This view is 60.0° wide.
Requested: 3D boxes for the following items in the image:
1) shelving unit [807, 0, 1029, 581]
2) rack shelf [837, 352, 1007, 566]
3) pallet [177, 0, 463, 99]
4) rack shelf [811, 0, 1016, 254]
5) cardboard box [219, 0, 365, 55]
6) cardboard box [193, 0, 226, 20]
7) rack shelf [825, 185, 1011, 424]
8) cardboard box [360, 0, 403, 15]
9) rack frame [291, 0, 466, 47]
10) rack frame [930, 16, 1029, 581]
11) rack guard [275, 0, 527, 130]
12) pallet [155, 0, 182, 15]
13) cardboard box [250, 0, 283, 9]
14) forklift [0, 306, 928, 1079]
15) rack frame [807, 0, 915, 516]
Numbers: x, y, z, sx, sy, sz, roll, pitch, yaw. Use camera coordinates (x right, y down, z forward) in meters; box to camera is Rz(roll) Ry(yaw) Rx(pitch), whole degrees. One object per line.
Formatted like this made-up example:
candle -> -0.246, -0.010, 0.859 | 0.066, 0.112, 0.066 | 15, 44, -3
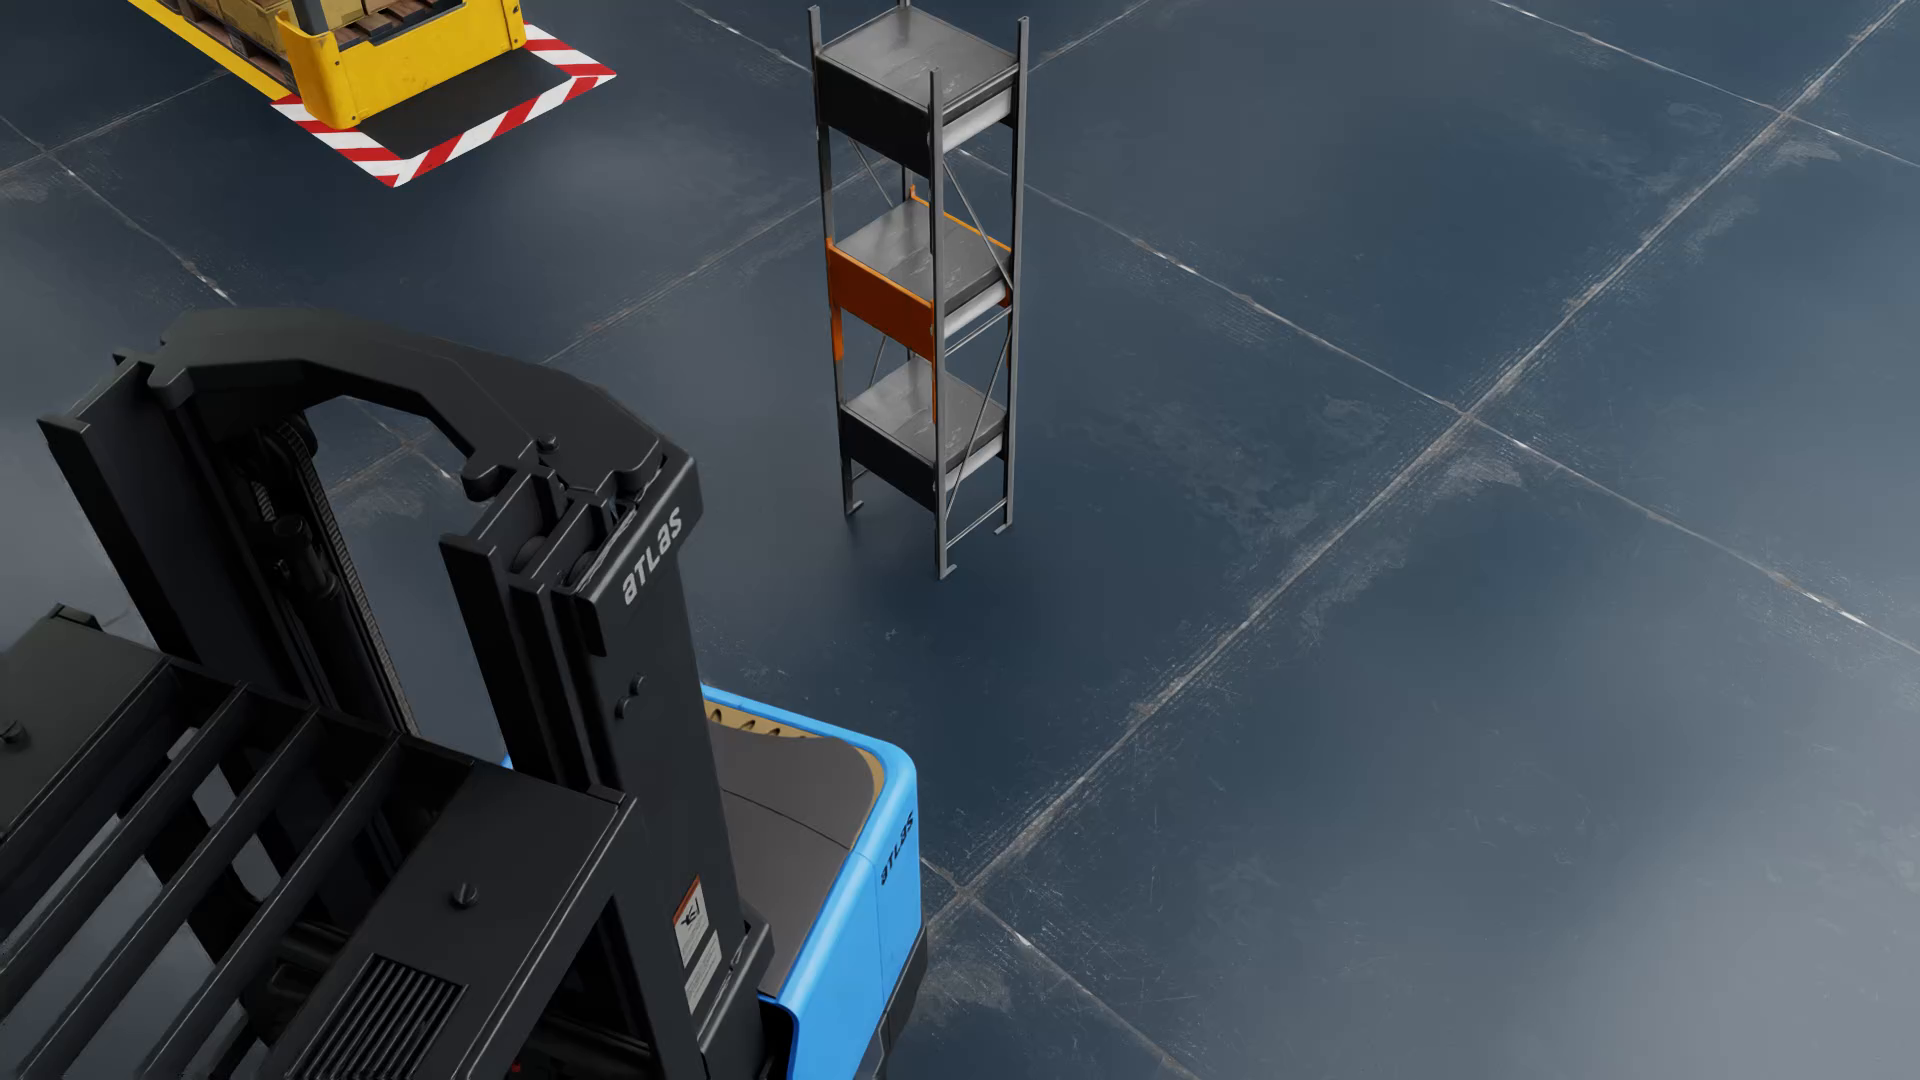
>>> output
shelving unit -> -0.122, -0.801, 5.561 | 0.503, 2.100, 0.431 | 34, 55, 28
rack shelf -> -0.122, -0.312, 6.082 | 0.480, 0.518, 0.431 | 34, 55, 28
pallet -> -3.370, -2.823, 8.756 | 1.213, 0.211, 1.003 | 34, 55, 28
rack shelf -> -0.122, -1.270, 5.061 | 0.480, 0.518, 0.431 | 34, 55, 28
cardboard box -> -3.374, -2.731, 8.355 | 0.500, 0.250, 0.500 | 34, 55, 28
cardboard box -> -3.750, -2.972, 8.581 | 0.500, 0.250, 0.500 | 34, 55, 28
rack shelf -> -0.122, -0.791, 5.571 | 0.480, 0.518, 0.431 | 34, 55, 28
cardboard box -> -3.023, -3.009, 8.615 | 0.500, 0.250, 0.500 | 34, 55, 28
rack frame -> -2.779, -3.422, 7.405 | 0.127, 3.000, 1.000 | 34, 55, 28
rack frame -> 0.058, -0.680, 5.448 | 0.015, 2.100, 0.400 | 34, 55, 28
rack guard -> -2.762, -2.554, 8.305 | 0.348, 0.500, 1.175 | 34, 55, 28
pallet -> -4.262, -3.426, 9.322 | 1.213, 0.211, 1.003 | 34, 55, 28
cardboard box -> -3.375, -2.987, 8.080 | 0.500, 0.500, 0.500 | 34, 55, 28
forklift -> -1.094, 1.154, 3.156 | 1.130, 2.935, 3.031 | 16, 49, 14
rack frame -> -0.301, -0.921, 5.675 | 0.015, 2.100, 0.400 | 34, 55, 28
